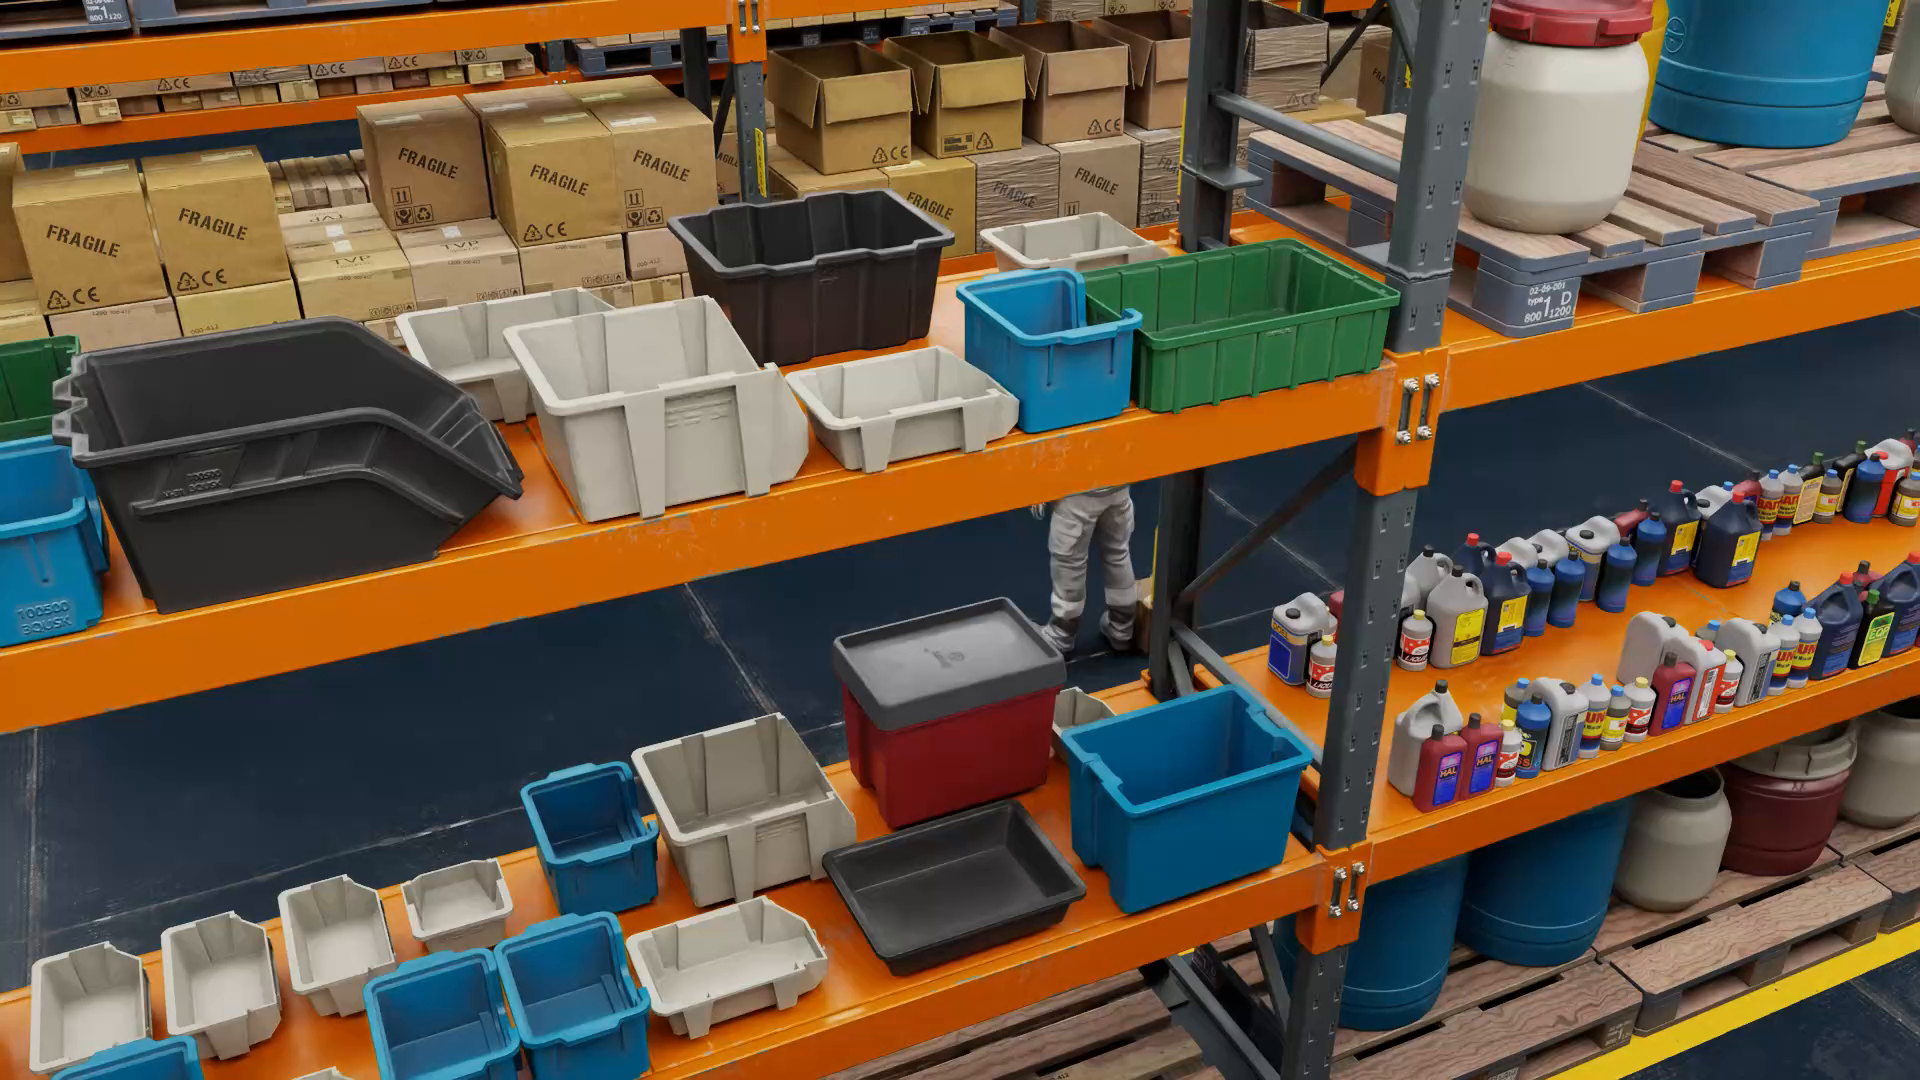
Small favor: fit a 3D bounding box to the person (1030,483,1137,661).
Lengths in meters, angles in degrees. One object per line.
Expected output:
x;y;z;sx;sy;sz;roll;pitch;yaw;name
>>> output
0.561;-0.281;7.541;0.467;1.794;0.594;25;37;37;person
